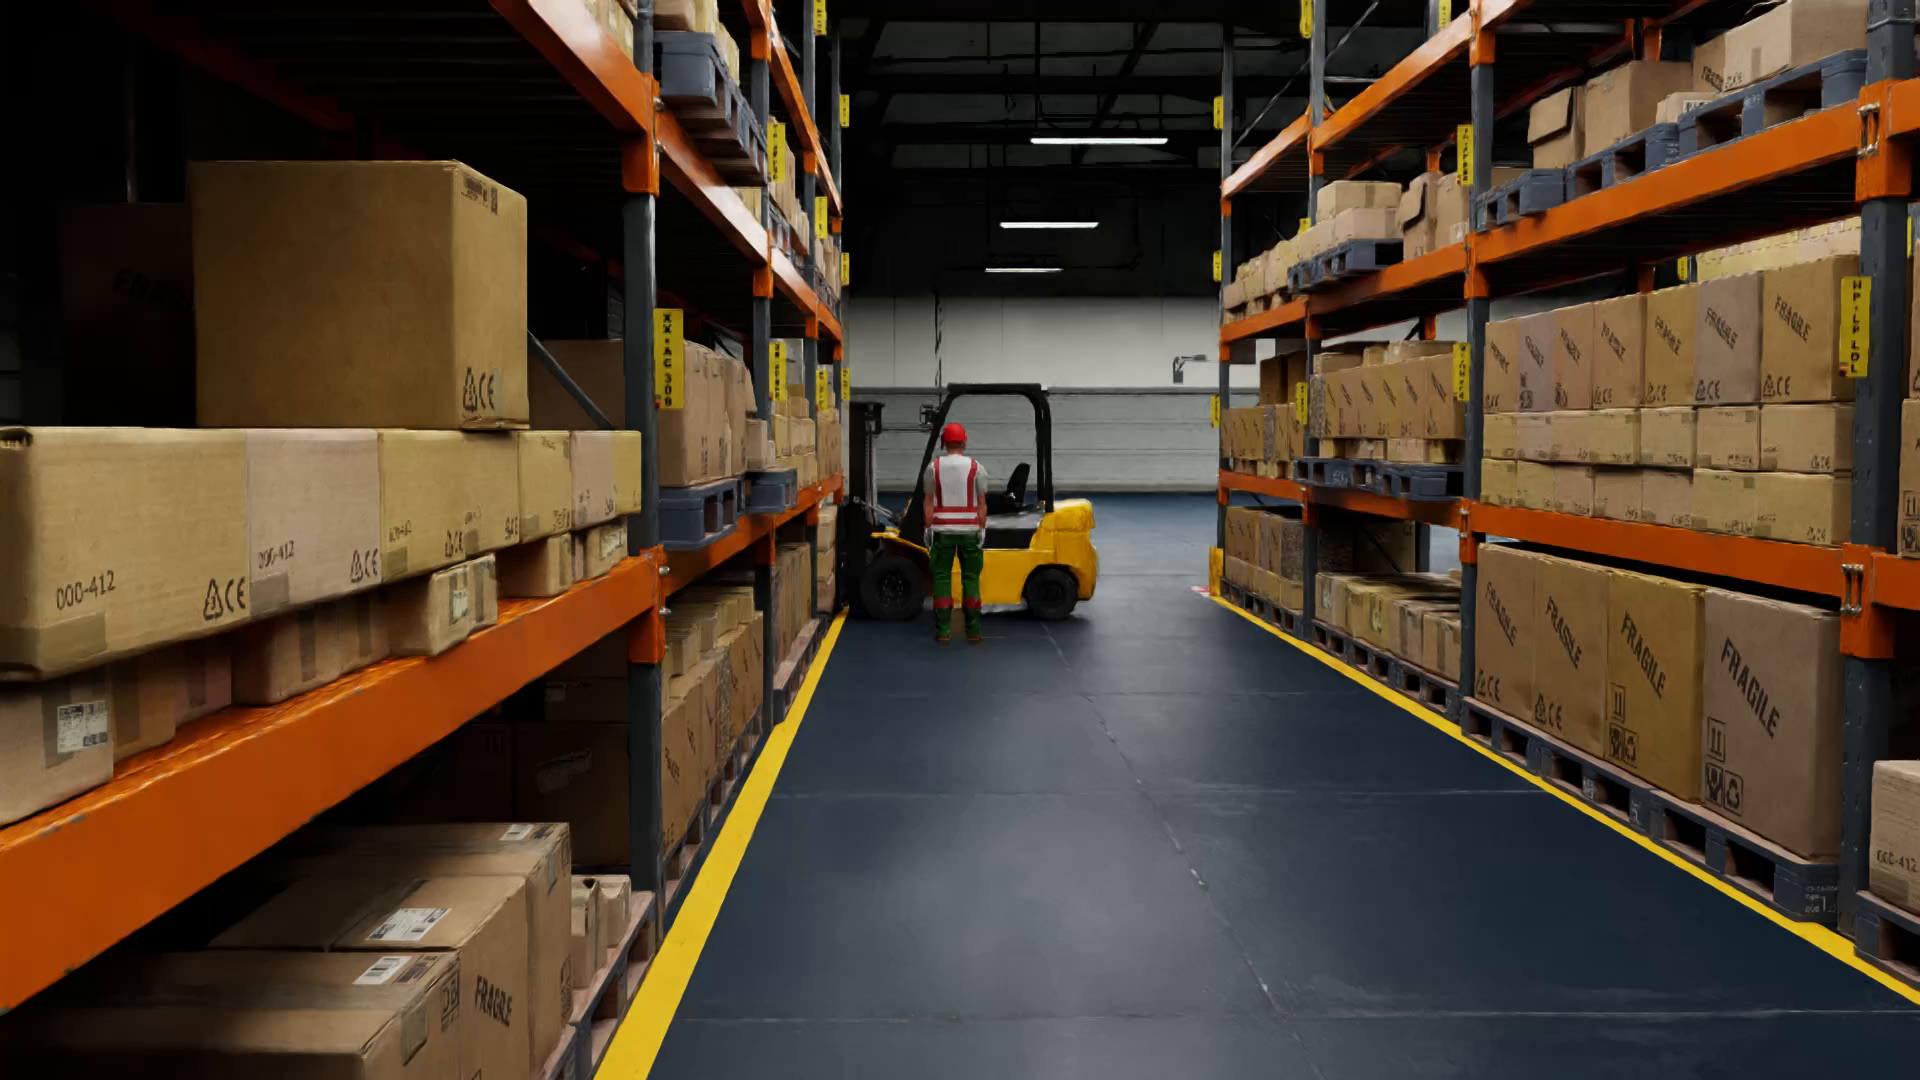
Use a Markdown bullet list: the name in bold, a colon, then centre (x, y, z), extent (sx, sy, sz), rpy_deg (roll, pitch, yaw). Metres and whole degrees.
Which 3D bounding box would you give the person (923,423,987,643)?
- **person**: centre (-0.040, -0.059, 13.524), extent (0.525, 1.791, 0.341), rpy_deg (0, 4, 0)
